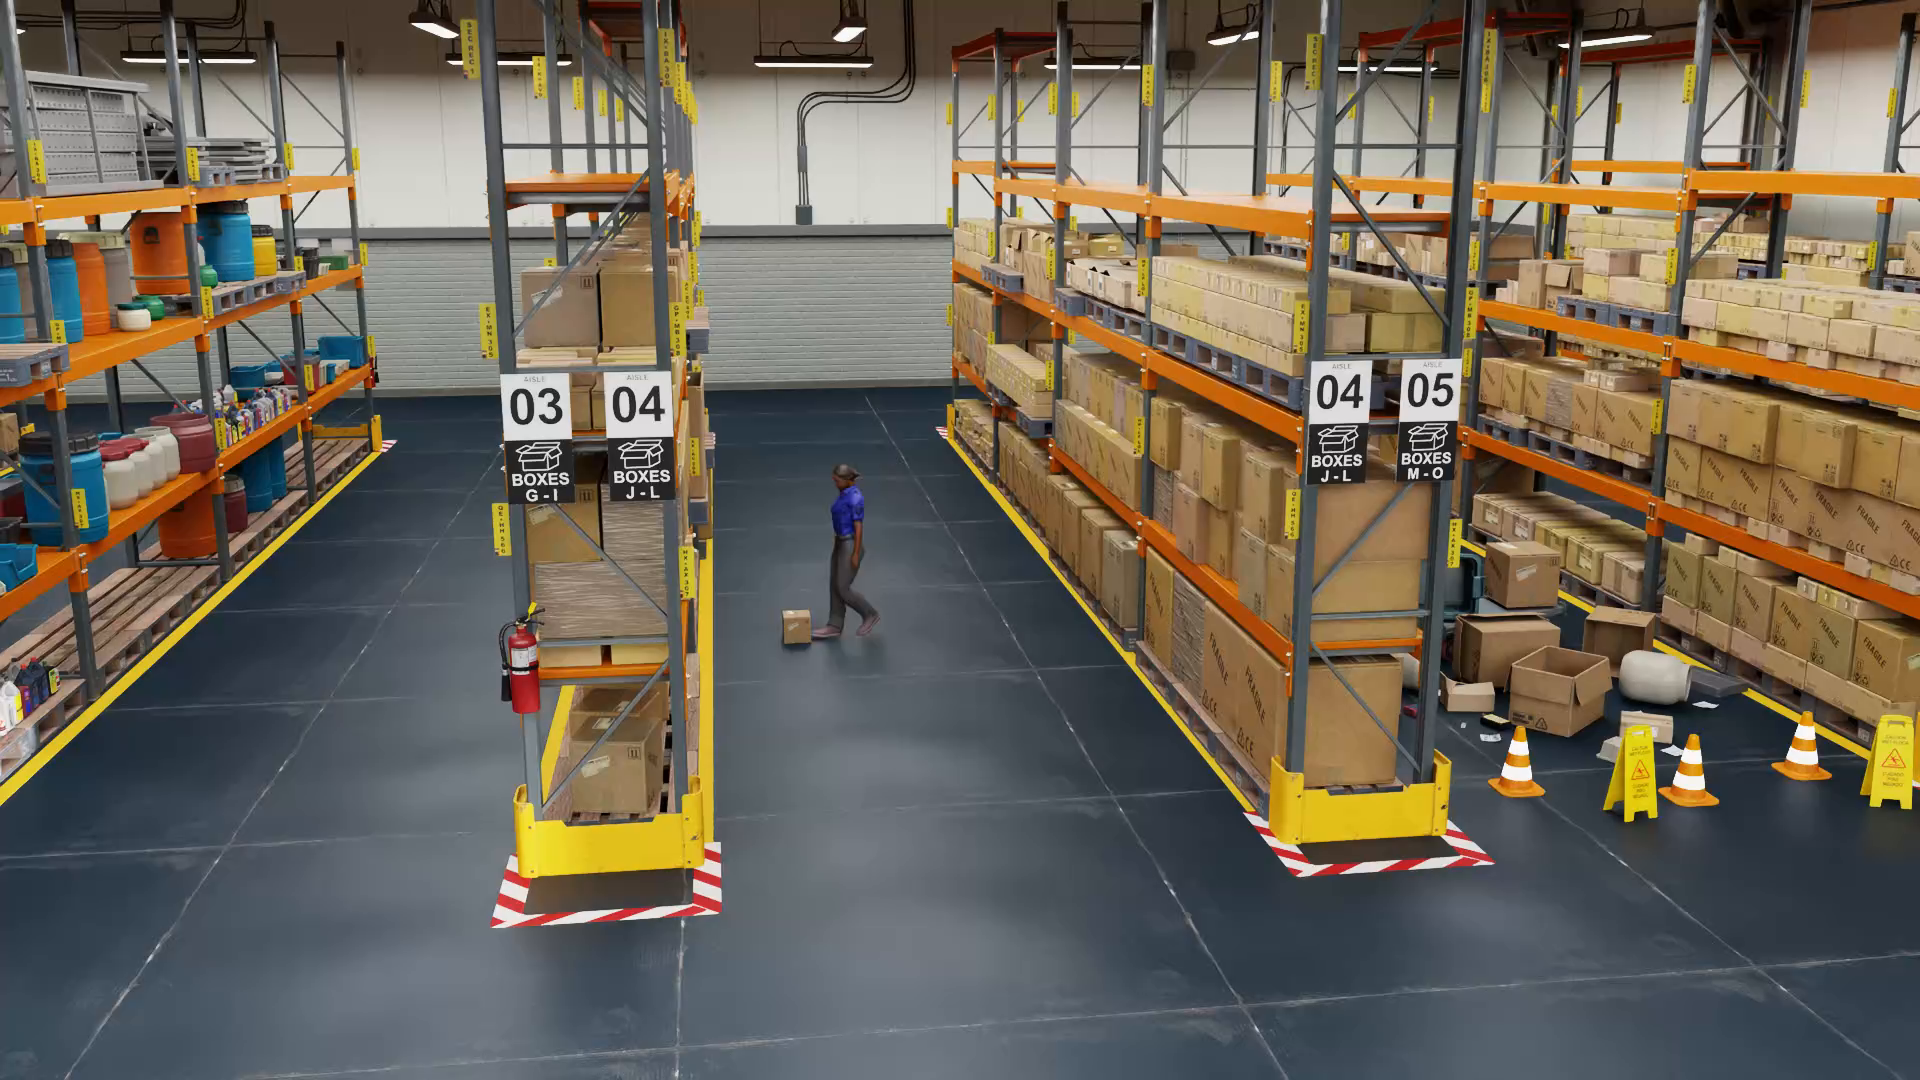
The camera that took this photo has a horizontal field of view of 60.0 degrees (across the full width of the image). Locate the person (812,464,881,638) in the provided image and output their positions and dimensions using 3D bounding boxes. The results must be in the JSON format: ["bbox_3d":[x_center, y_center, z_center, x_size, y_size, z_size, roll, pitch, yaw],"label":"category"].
[{"bbox_3d":[-1.077,0.105,15.487,0.624,1.638,0.488,-5,14,-19],"label":"person"}]
